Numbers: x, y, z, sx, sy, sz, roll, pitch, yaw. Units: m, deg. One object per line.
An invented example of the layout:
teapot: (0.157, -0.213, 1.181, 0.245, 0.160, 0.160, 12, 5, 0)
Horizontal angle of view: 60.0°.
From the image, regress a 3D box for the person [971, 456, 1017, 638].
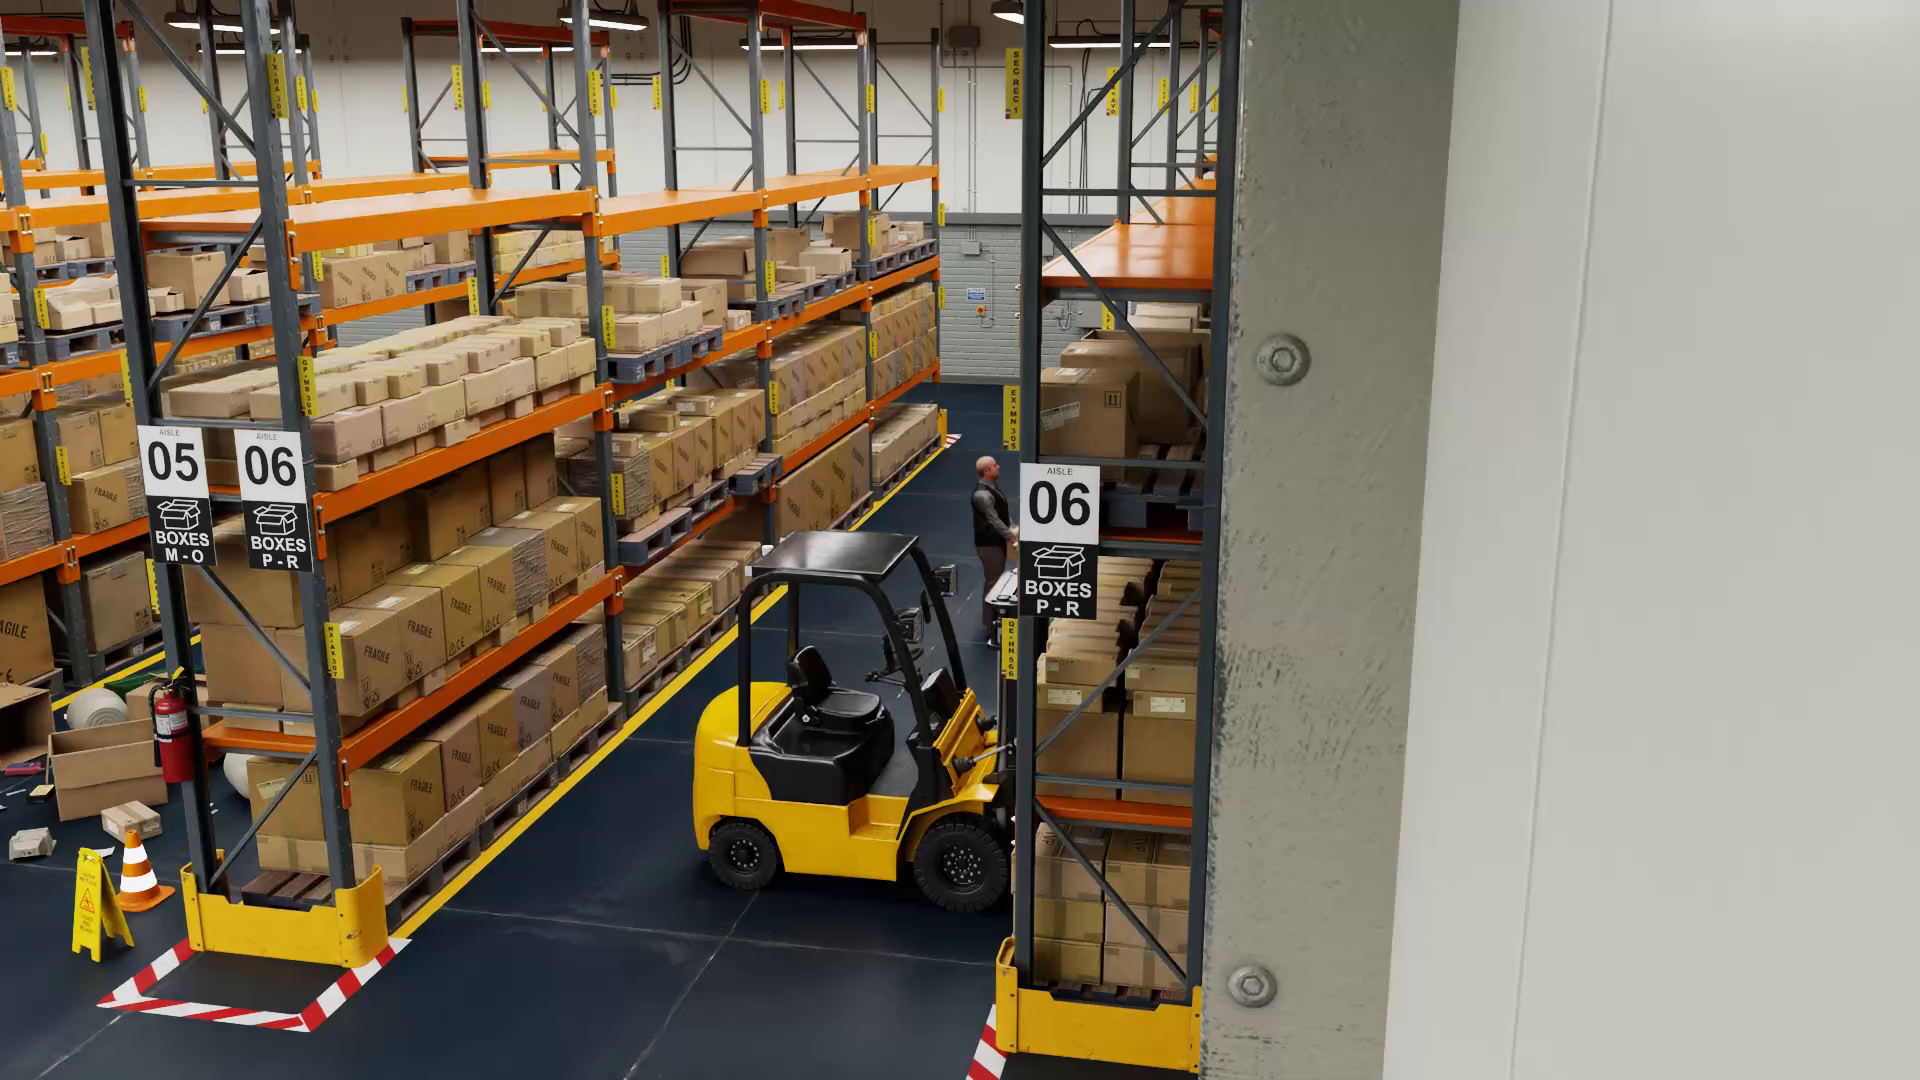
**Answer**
person: (0.369, 0.062, 15.811, 0.521, 1.726, 0.546, 2, 15, 7)
